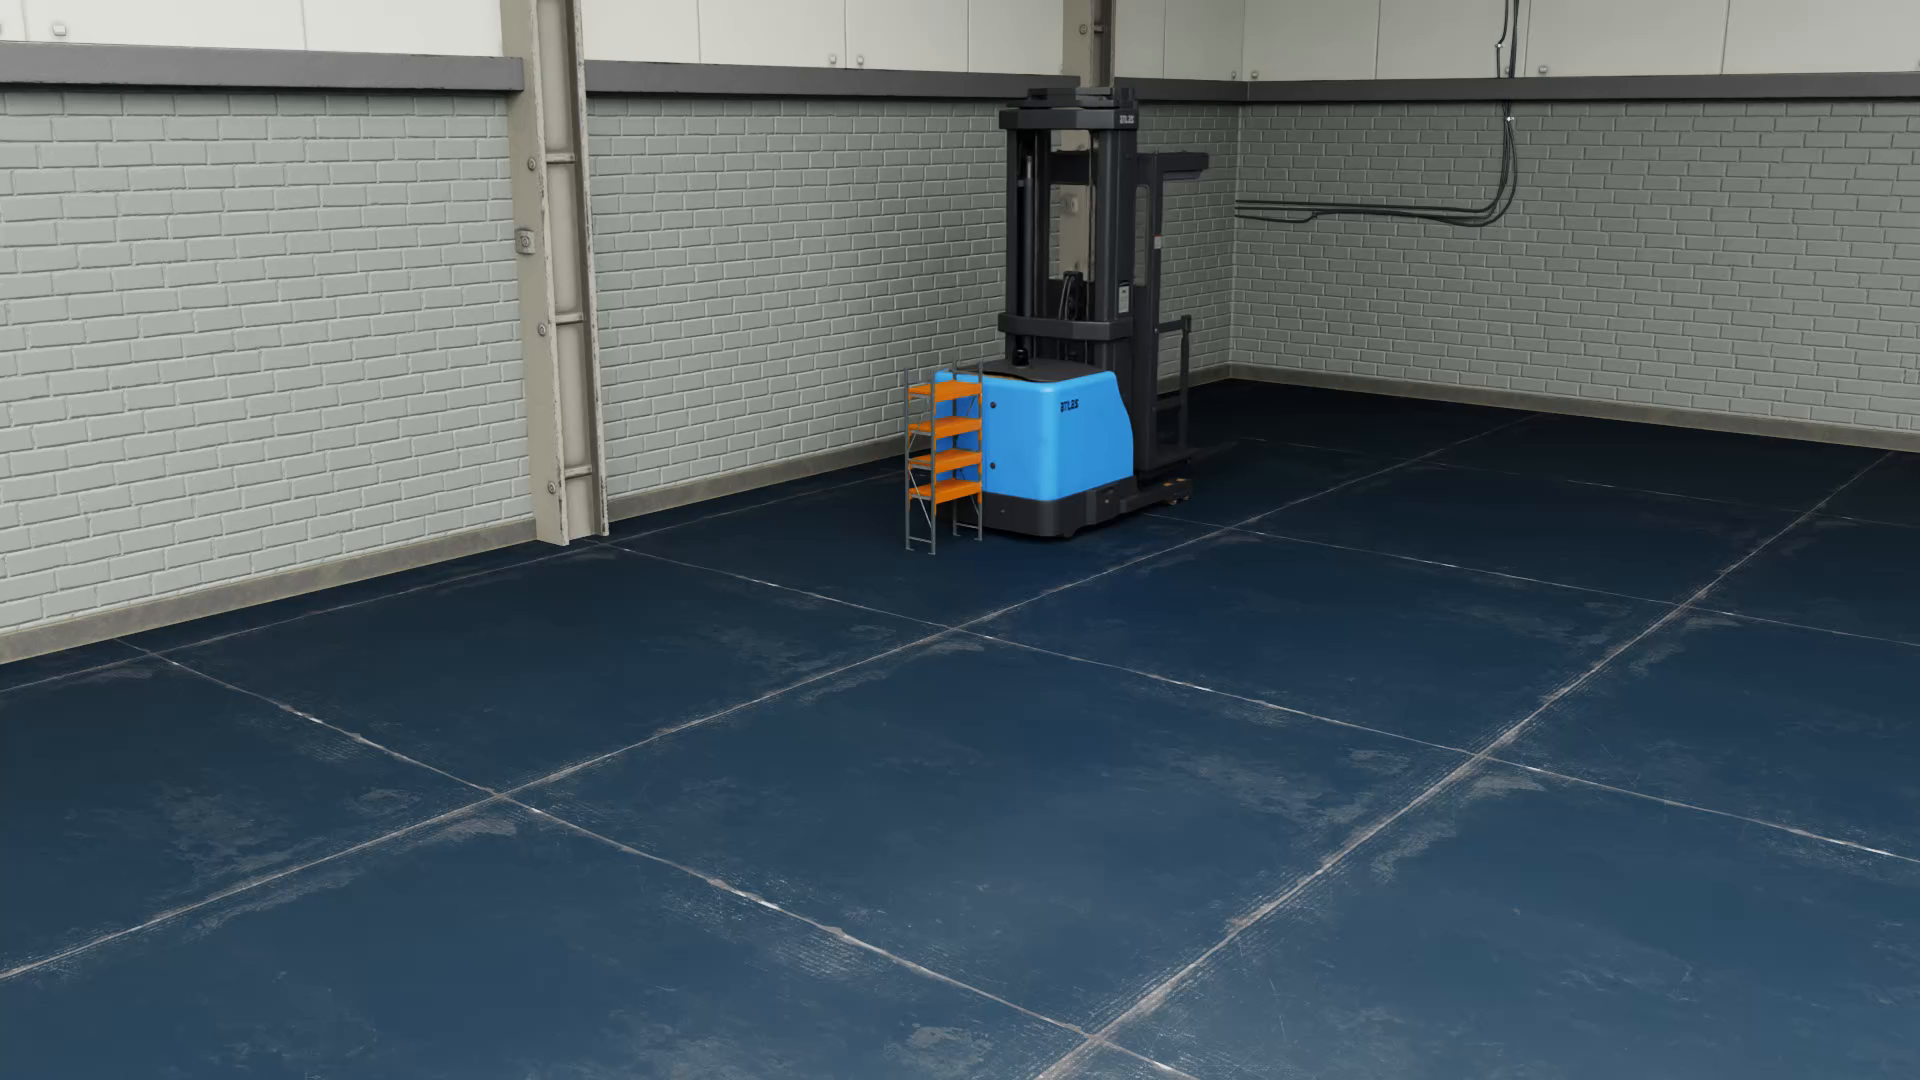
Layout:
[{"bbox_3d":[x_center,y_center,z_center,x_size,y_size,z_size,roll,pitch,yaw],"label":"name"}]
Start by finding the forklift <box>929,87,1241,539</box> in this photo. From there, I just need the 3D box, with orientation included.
[{"bbox_3d":[1.073,-1.737,12.007,1.130,2.935,3.031,10,18,35],"label":"forklift"}]

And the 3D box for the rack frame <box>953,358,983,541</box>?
[{"bbox_3d":[0.049,-0.597,11.034,0.240,1.200,0.015,11,18,38],"label":"rack frame"}]

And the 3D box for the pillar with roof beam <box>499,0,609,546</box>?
[{"bbox_3d":[0.733,-3.718,7.484,9.100,9.000,0.400,11,18,38],"label":"pillar with roof beam"}]

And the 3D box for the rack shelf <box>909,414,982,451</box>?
[{"bbox_3d":[-0.104,-0.701,10.812,0.258,0.148,0.480,11,18,38],"label":"rack shelf"}]

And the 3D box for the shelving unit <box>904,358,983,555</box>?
[{"bbox_3d":[-0.104,-0.550,10.850,0.258,1.200,0.503,11,18,38],"label":"shelving unit"}]

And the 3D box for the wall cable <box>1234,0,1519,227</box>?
[{"bbox_3d":[4.035,-4.388,16.427,3.097,2.526,0.112,11,18,38],"label":"wall cable"}]

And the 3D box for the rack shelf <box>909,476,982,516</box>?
[{"bbox_3d":[-0.104,-0.292,10.916,0.258,0.148,0.480,11,18,38],"label":"rack shelf"}]

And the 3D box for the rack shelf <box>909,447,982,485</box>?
[{"bbox_3d":[-0.104,-0.485,10.867,0.258,0.148,0.480,11,18,38],"label":"rack shelf"}]

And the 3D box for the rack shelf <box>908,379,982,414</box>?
[{"bbox_3d":[-0.104,-0.931,10.754,0.258,0.148,0.480,11,18,38],"label":"rack shelf"}]

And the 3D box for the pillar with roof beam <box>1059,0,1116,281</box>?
[{"bbox_3d":[4.504,-4.867,12.007,9.100,9.000,0.400,11,18,38],"label":"pillar with roof beam"}]

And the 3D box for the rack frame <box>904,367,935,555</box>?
[{"bbox_3d":[-0.257,-0.503,10.666,0.240,1.200,0.015,11,18,38],"label":"rack frame"}]
